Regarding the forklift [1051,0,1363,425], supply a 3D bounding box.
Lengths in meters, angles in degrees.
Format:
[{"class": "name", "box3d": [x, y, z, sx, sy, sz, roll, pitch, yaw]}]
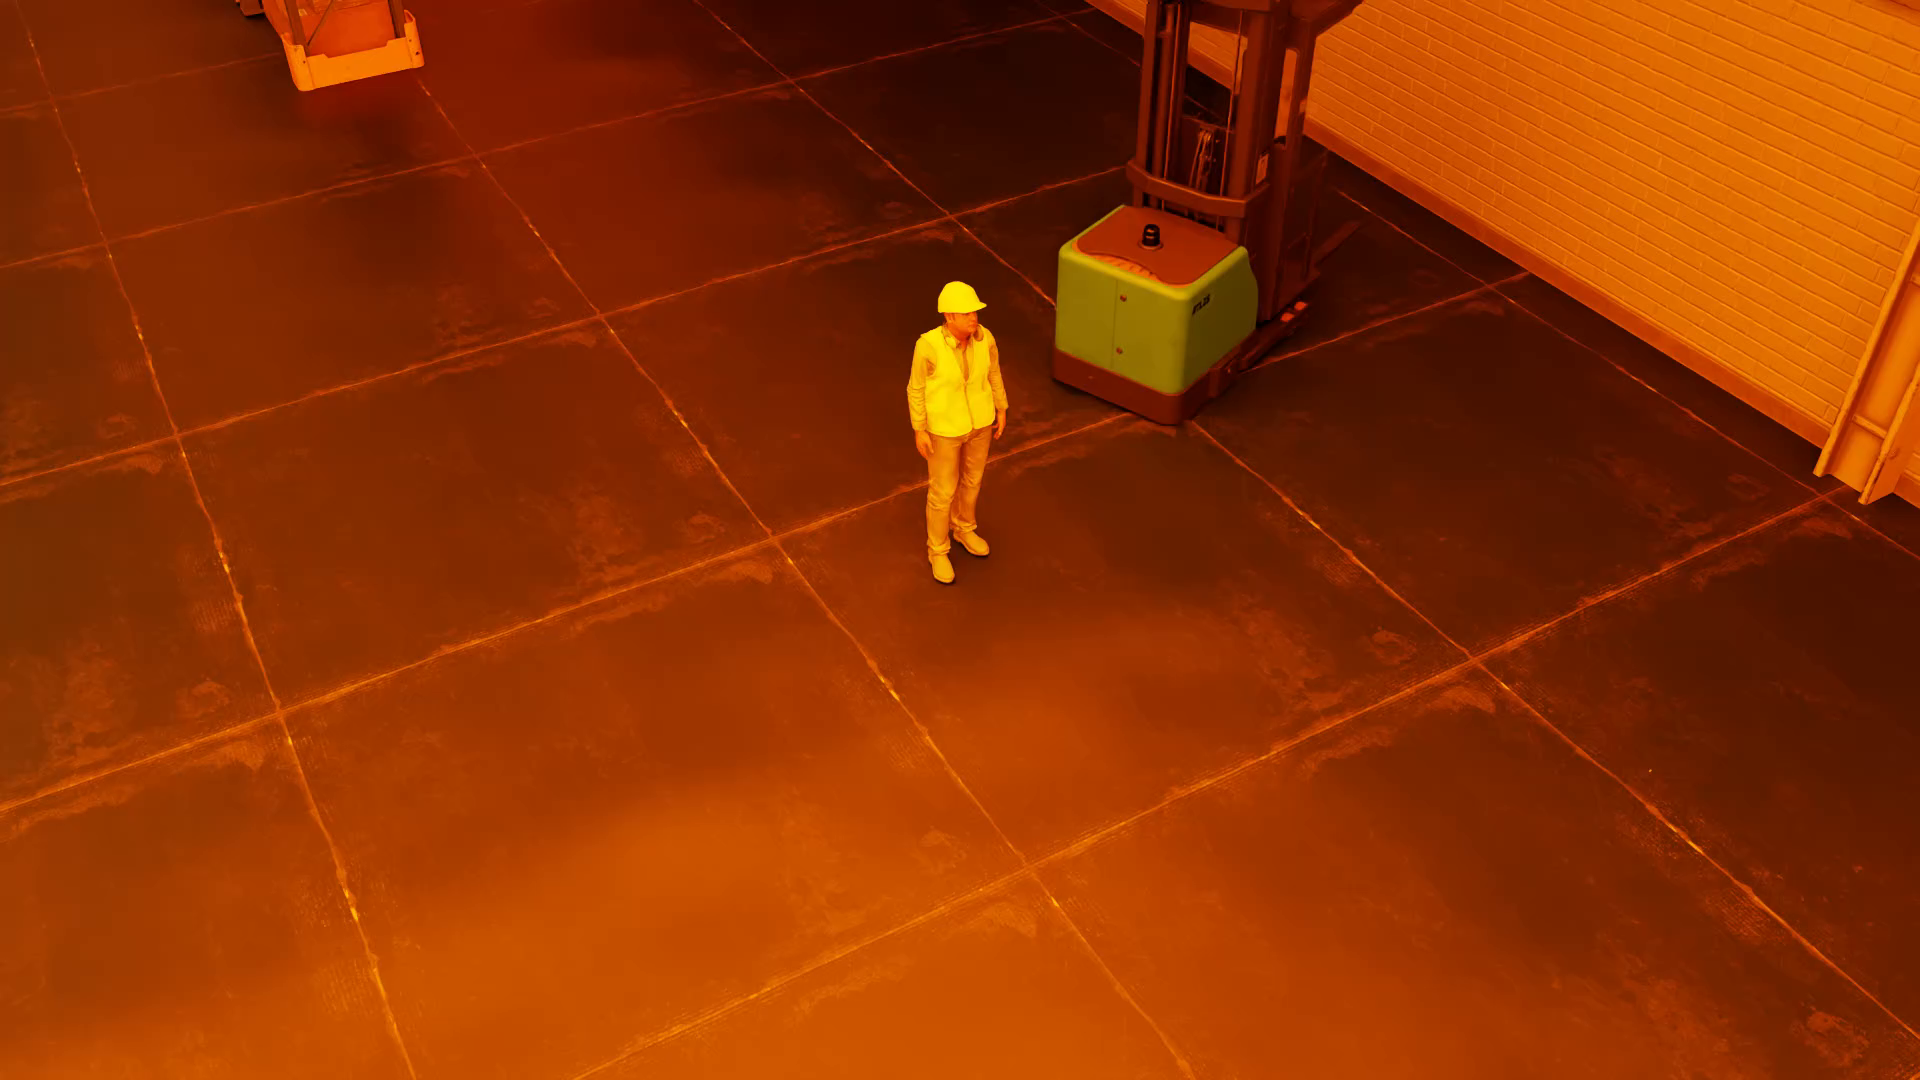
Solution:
[{"class": "forklift", "box3d": [1.934, -2.789, 11.398, 1.130, 2.935, 3.031, 26, 46, 28]}]

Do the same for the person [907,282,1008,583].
[{"class": "person", "box3d": [0.025, -0.651, 9.716, 0.633, 1.775, 0.566, -20, 44, -23]}]
